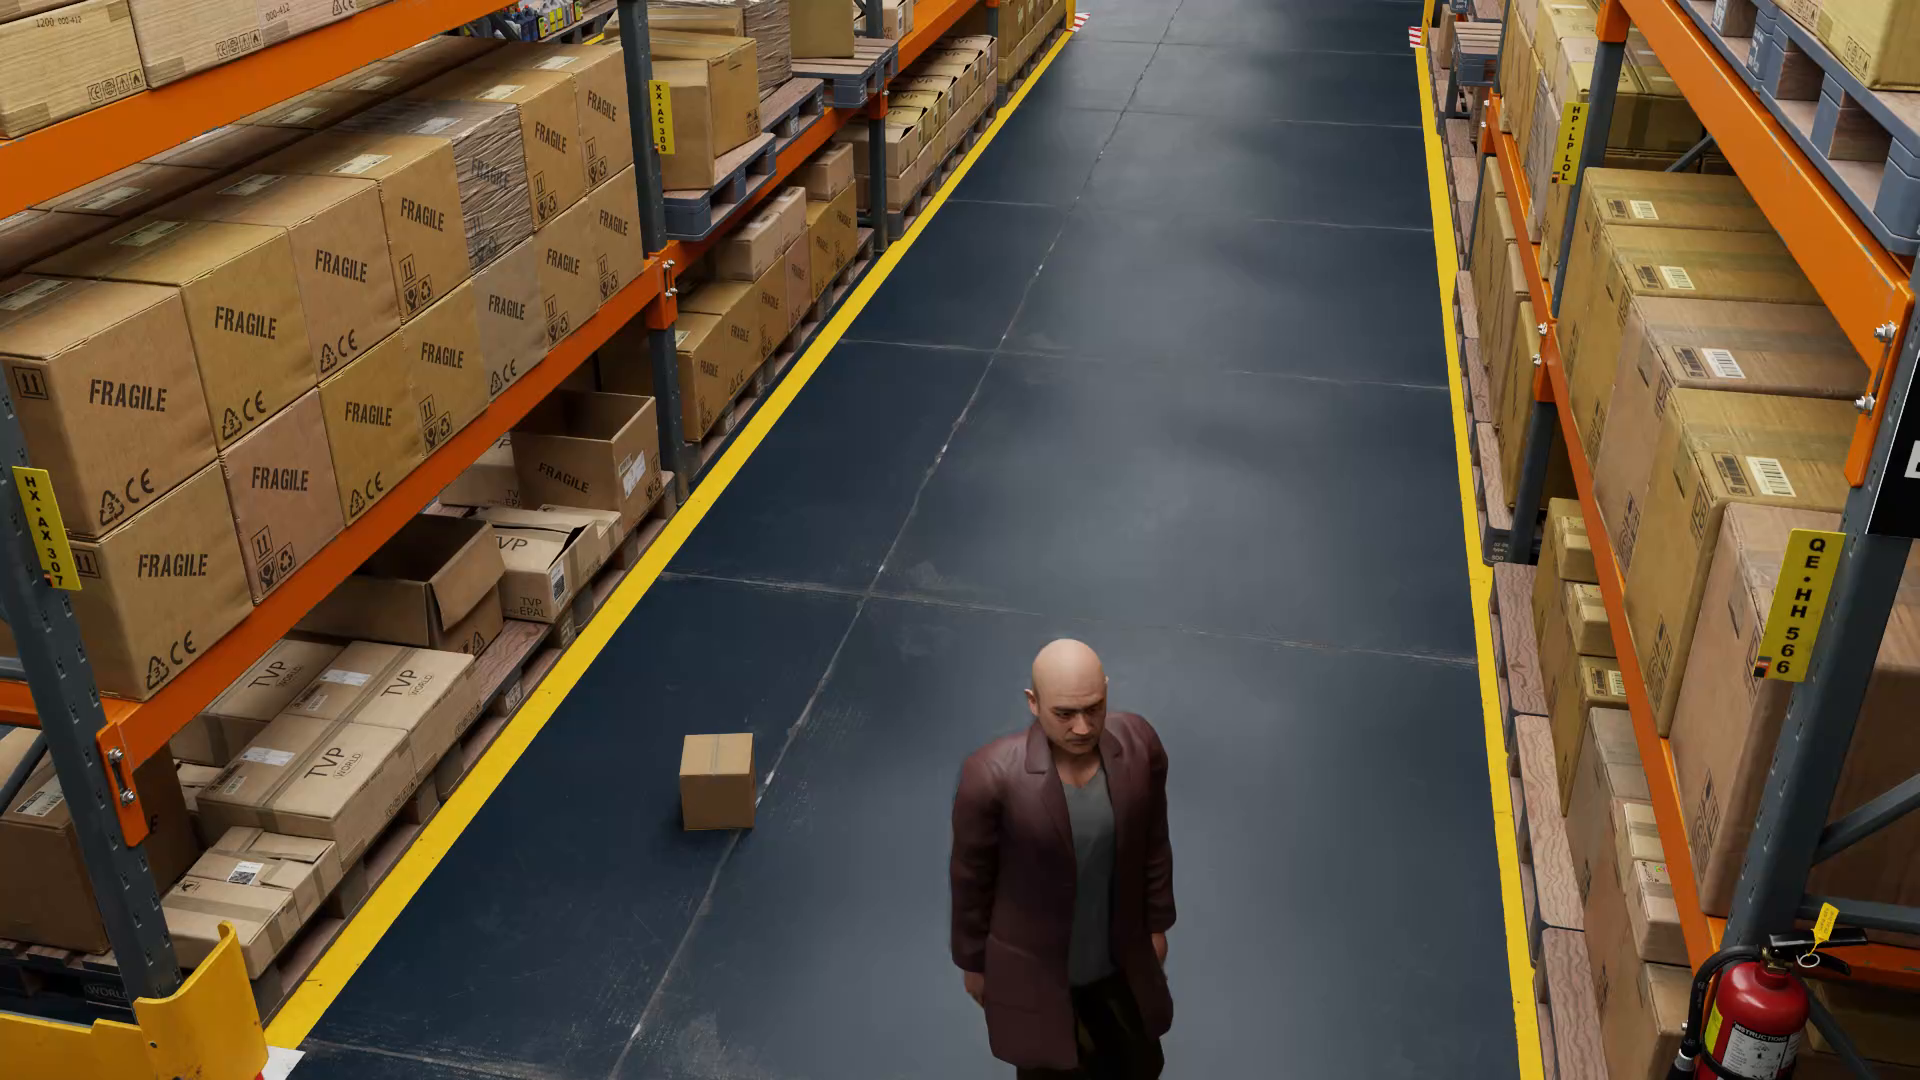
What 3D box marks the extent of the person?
[{"bbox_3d":[0.261,1.008,4.228,0.587,1.766,0.669,-10,30,-18],"label":"person"}]
